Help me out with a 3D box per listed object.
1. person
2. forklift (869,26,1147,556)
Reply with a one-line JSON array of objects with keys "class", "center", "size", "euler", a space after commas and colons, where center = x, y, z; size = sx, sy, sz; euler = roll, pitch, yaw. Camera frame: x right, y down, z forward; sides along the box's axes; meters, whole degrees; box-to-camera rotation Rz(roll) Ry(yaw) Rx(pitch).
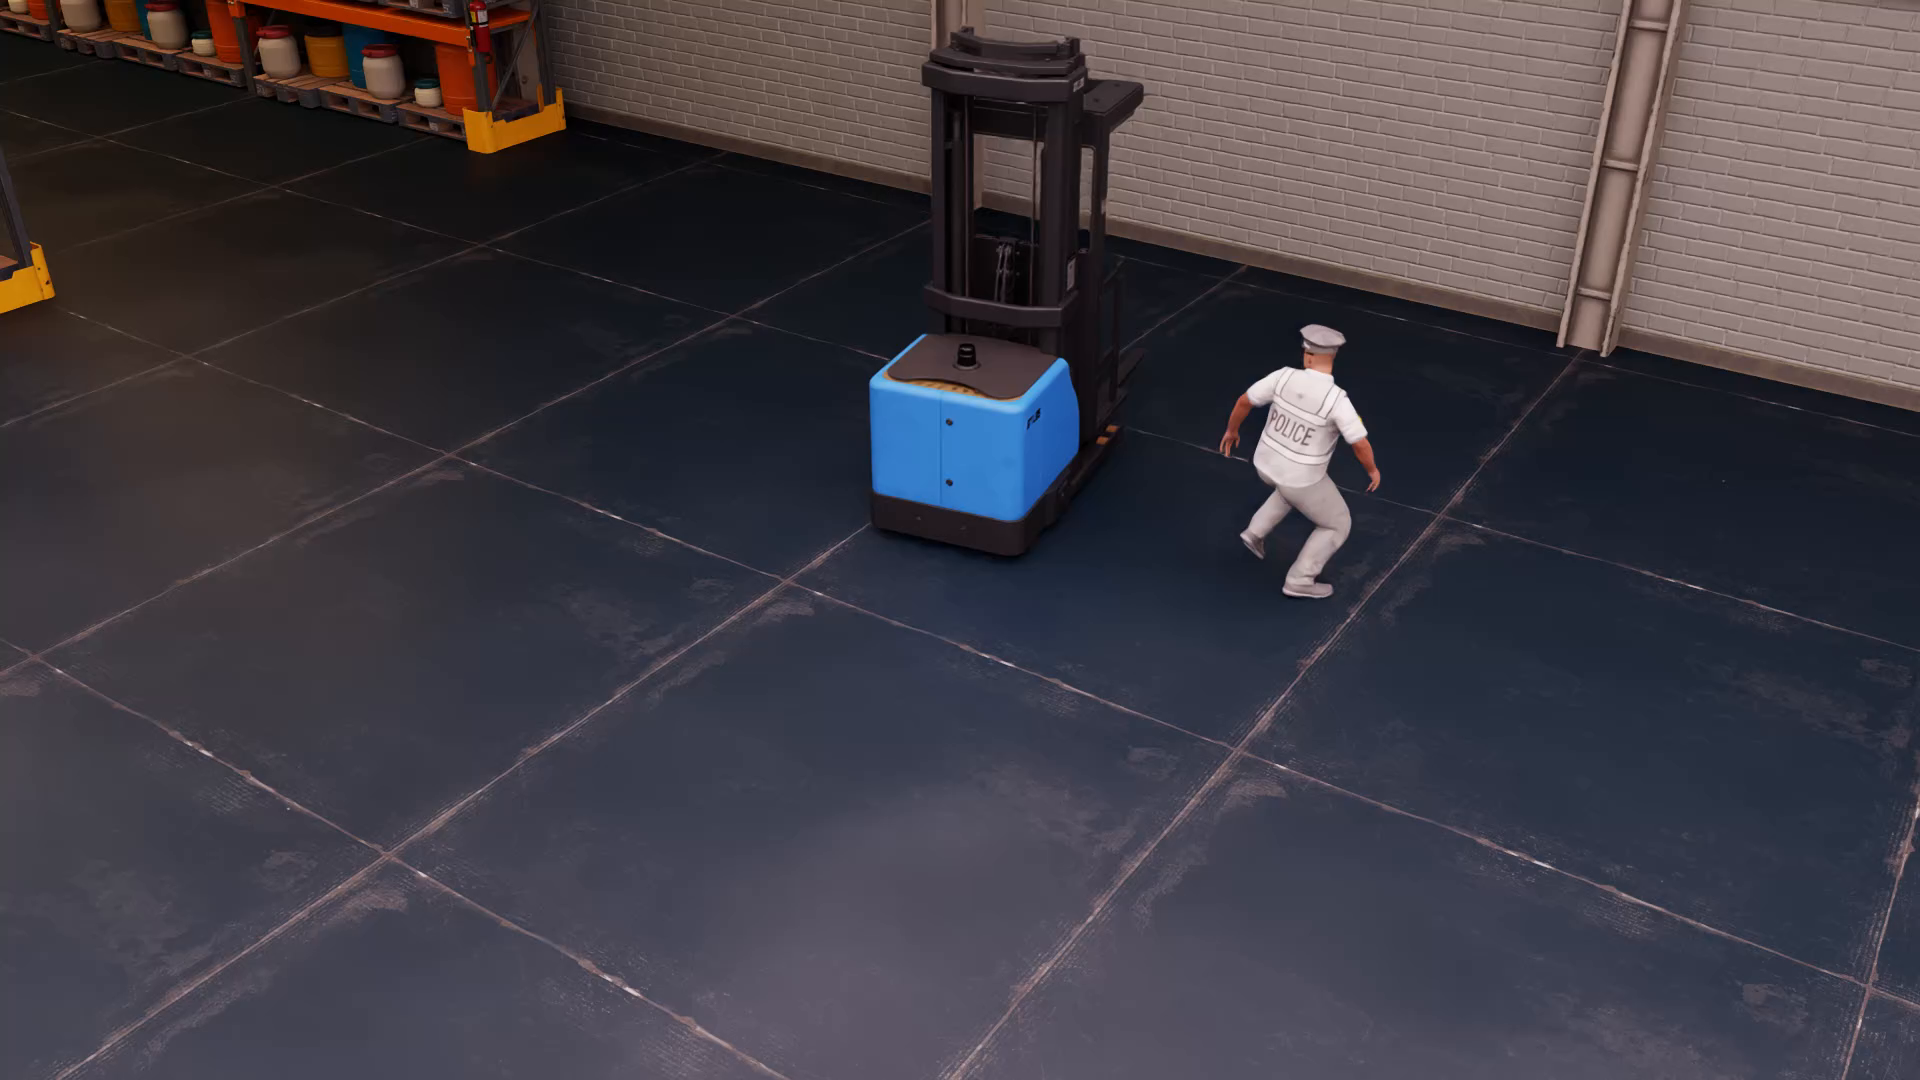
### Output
[{"class": "person", "center": [1.997, -0.463, 9.683], "size": [0.609, 1.656, 0.822], "euler": [-18, 35, -28]}, {"class": "forklift", "center": [0.491, -1.892, 10.839], "size": [1.130, 2.935, 3.031], "euler": [12, 32, 20]}]
